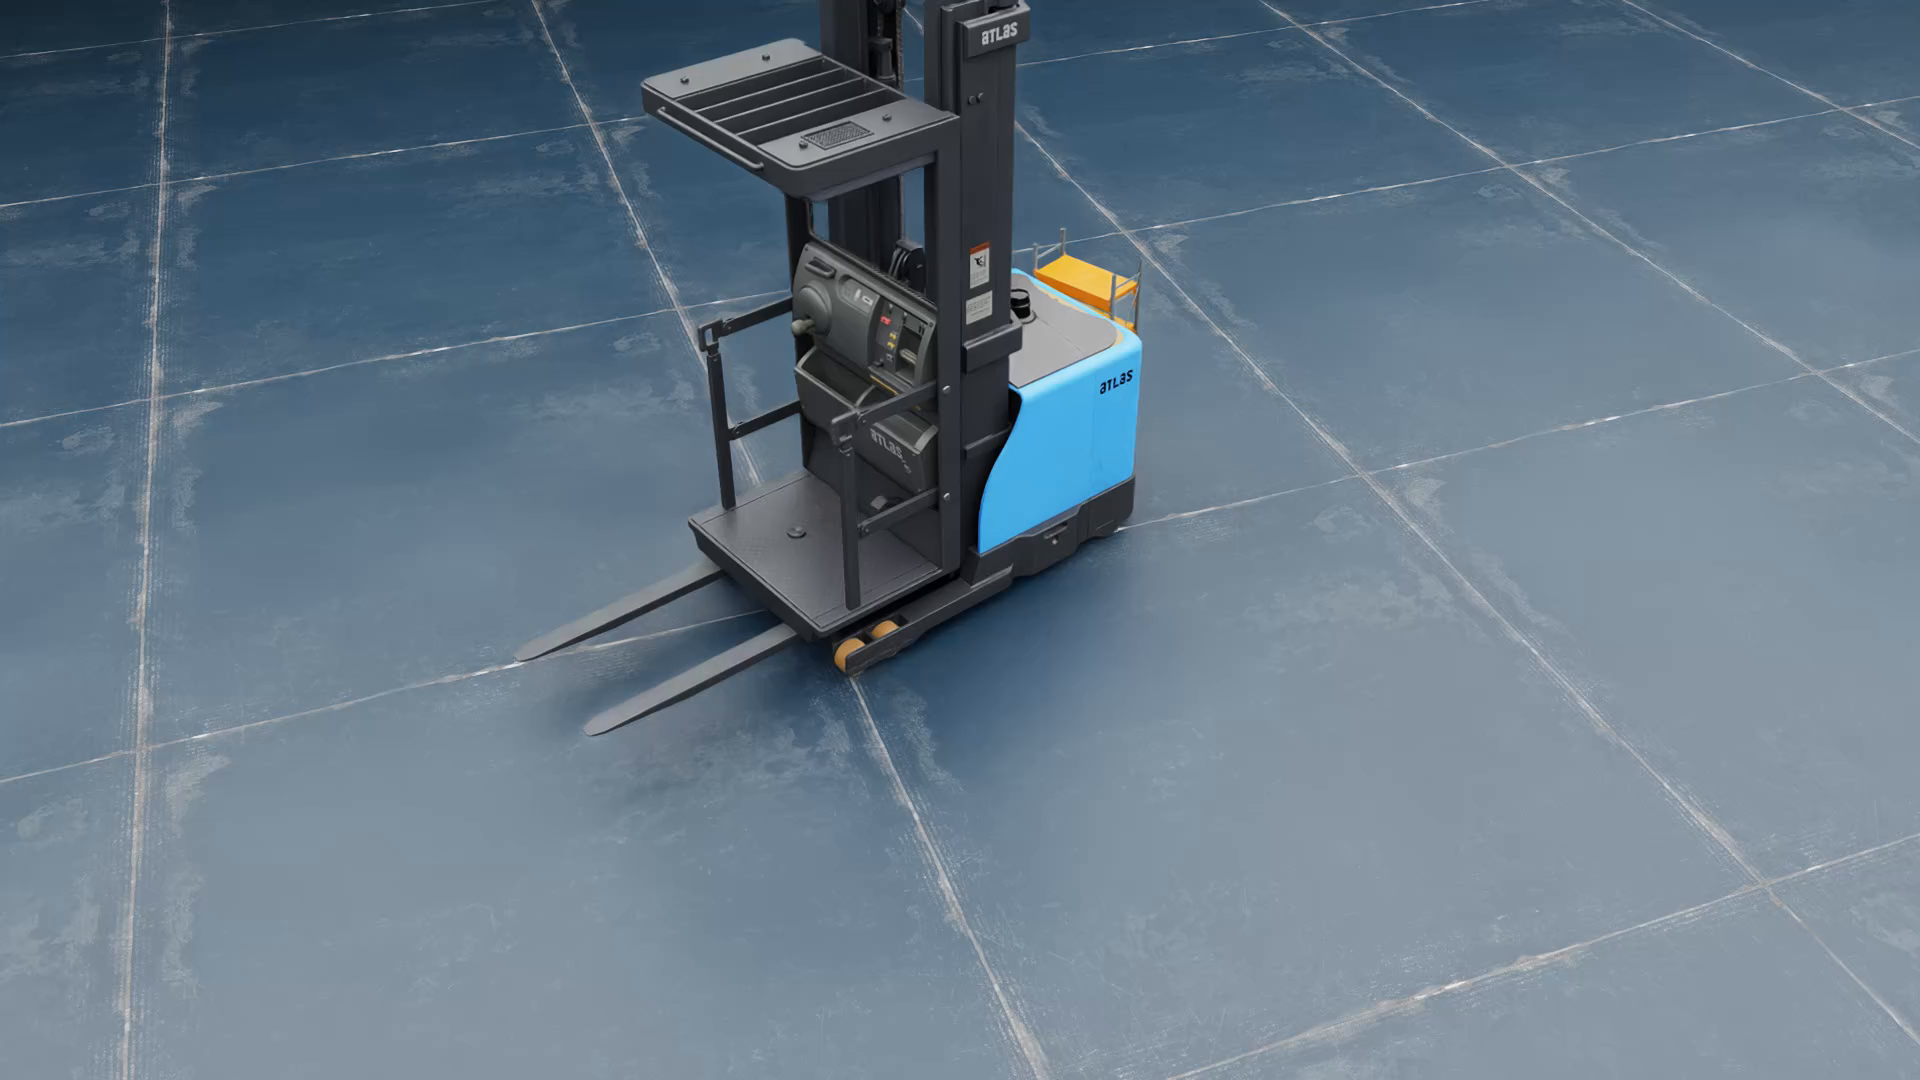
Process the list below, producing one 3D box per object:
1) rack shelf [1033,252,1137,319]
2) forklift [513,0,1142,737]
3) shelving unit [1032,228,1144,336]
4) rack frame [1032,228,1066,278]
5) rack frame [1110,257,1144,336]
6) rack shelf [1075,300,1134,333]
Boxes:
[{"bbox_3d":[0.633,-1.261,8.334,0.480,0.148,0.258,28,45,32],"label":"rack shelf"},{"bbox_3d":[-0.582,-0.919,7.094,3.031,2.935,1.130,-27,44,-31],"label":"forklift"},{"bbox_3d":[0.633,-0.947,8.570,0.503,1.200,0.258,28,45,32],"label":"shelving unit"},{"bbox_3d":[0.450,-1.044,8.699,0.015,1.200,0.240,28,45,32],"label":"rack frame"},{"bbox_3d":[0.816,-0.850,8.442,0.015,1.200,0.240,28,45,32],"label":"rack frame"},{"bbox_3d":[0.633,-1.072,8.476,0.480,0.148,0.258,28,45,32],"label":"rack shelf"}]
